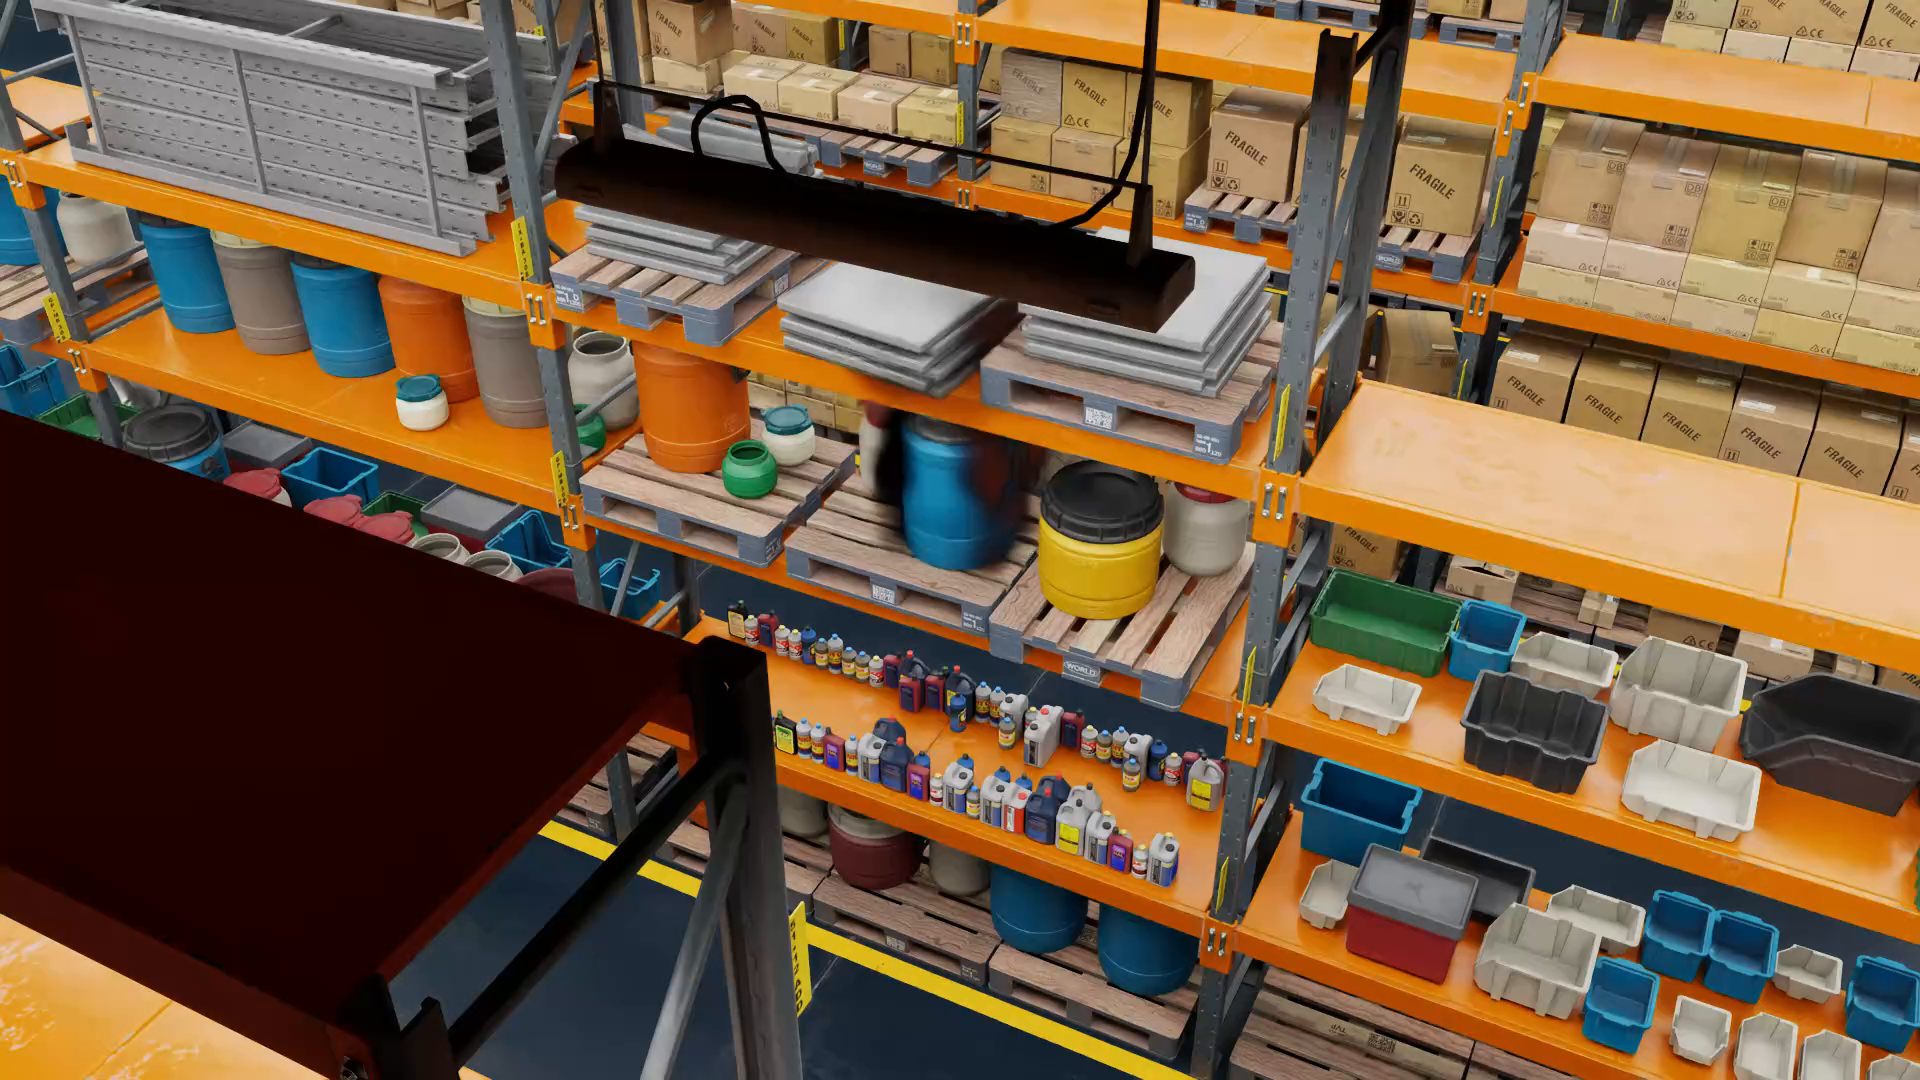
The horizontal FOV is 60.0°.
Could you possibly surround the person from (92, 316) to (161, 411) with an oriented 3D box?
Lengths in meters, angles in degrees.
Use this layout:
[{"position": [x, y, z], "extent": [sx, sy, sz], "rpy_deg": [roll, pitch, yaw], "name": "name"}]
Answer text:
[{"position": [-7.566, -1.755, 14.926], "extent": [0.613, 1.857, 0.406], "rpy_deg": [11, 36, 15], "name": "person"}]
